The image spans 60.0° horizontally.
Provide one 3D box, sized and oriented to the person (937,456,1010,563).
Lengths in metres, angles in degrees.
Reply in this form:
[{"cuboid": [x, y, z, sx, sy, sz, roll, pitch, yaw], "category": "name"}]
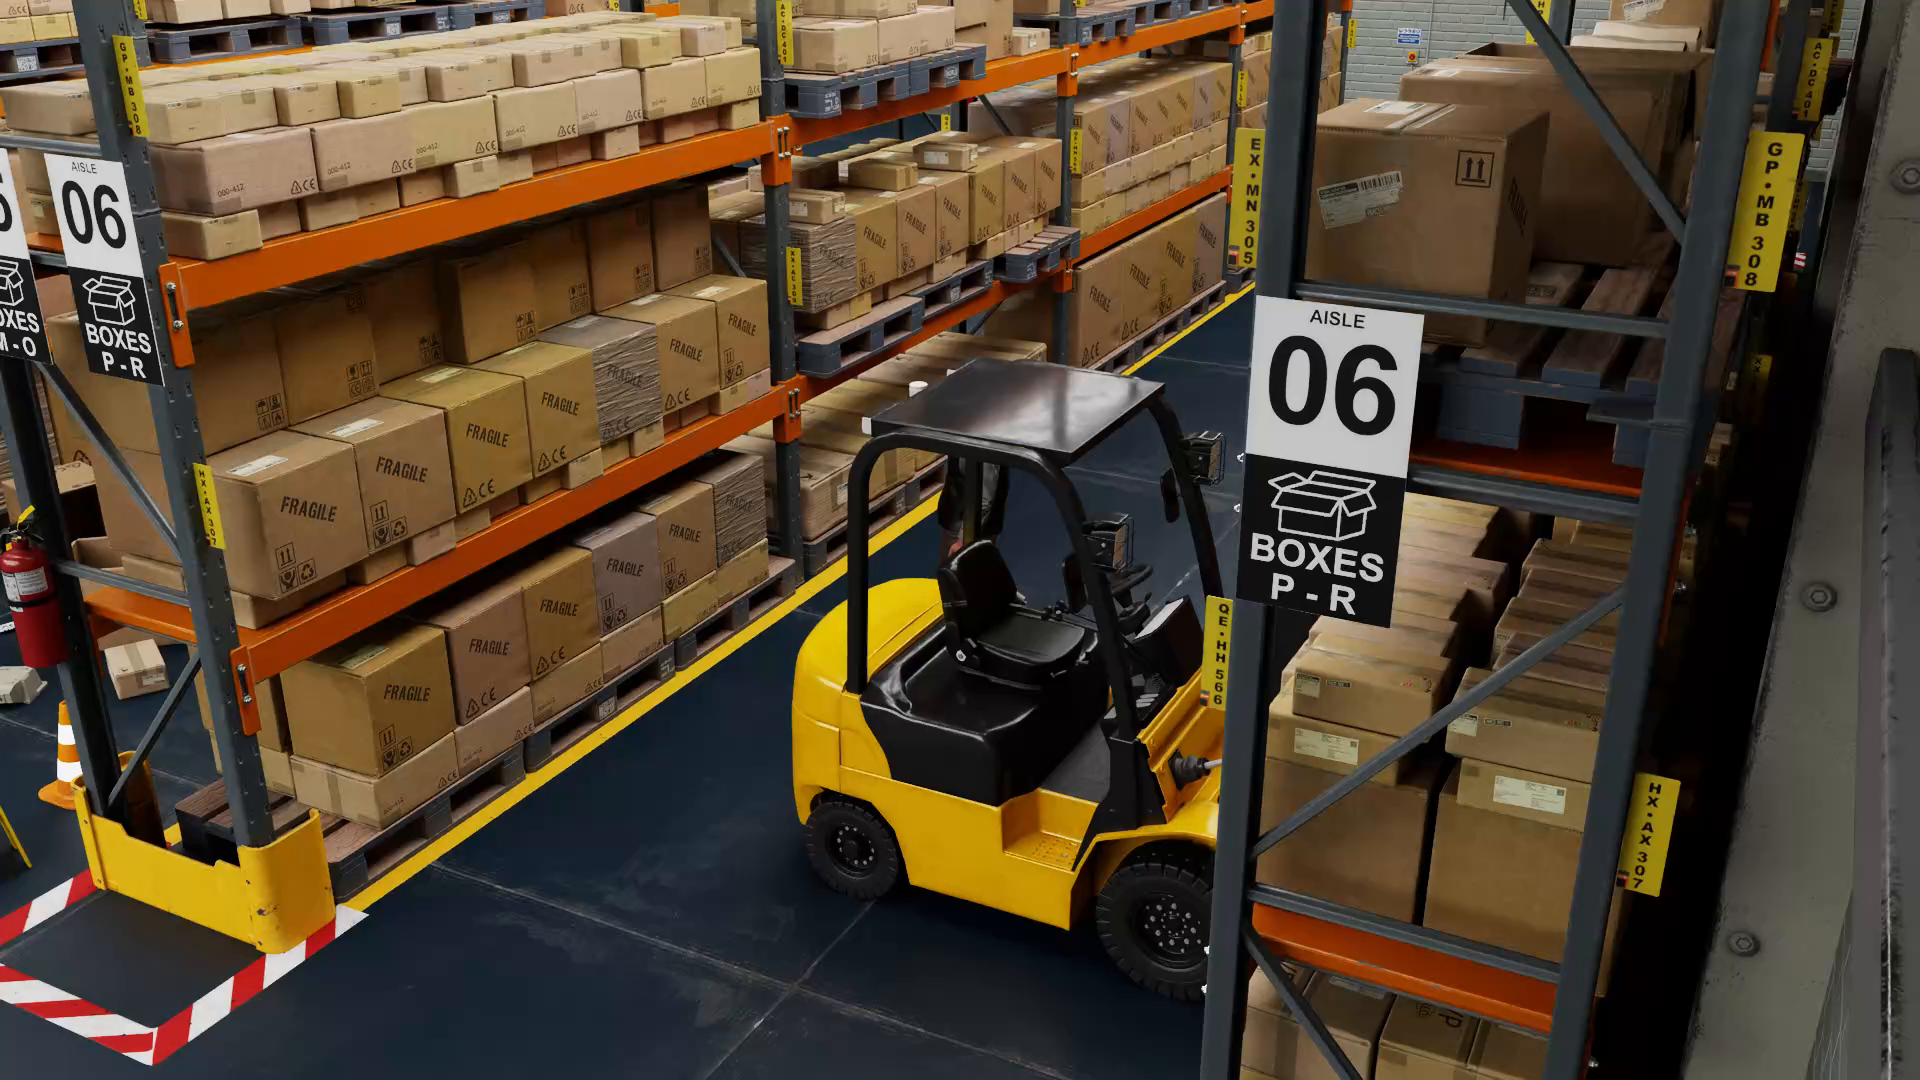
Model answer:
[{"cuboid": [-0.024, -0.066, 8.761, 0.567, 1.721, 0.633, -1, 23, -2], "category": "person"}]
